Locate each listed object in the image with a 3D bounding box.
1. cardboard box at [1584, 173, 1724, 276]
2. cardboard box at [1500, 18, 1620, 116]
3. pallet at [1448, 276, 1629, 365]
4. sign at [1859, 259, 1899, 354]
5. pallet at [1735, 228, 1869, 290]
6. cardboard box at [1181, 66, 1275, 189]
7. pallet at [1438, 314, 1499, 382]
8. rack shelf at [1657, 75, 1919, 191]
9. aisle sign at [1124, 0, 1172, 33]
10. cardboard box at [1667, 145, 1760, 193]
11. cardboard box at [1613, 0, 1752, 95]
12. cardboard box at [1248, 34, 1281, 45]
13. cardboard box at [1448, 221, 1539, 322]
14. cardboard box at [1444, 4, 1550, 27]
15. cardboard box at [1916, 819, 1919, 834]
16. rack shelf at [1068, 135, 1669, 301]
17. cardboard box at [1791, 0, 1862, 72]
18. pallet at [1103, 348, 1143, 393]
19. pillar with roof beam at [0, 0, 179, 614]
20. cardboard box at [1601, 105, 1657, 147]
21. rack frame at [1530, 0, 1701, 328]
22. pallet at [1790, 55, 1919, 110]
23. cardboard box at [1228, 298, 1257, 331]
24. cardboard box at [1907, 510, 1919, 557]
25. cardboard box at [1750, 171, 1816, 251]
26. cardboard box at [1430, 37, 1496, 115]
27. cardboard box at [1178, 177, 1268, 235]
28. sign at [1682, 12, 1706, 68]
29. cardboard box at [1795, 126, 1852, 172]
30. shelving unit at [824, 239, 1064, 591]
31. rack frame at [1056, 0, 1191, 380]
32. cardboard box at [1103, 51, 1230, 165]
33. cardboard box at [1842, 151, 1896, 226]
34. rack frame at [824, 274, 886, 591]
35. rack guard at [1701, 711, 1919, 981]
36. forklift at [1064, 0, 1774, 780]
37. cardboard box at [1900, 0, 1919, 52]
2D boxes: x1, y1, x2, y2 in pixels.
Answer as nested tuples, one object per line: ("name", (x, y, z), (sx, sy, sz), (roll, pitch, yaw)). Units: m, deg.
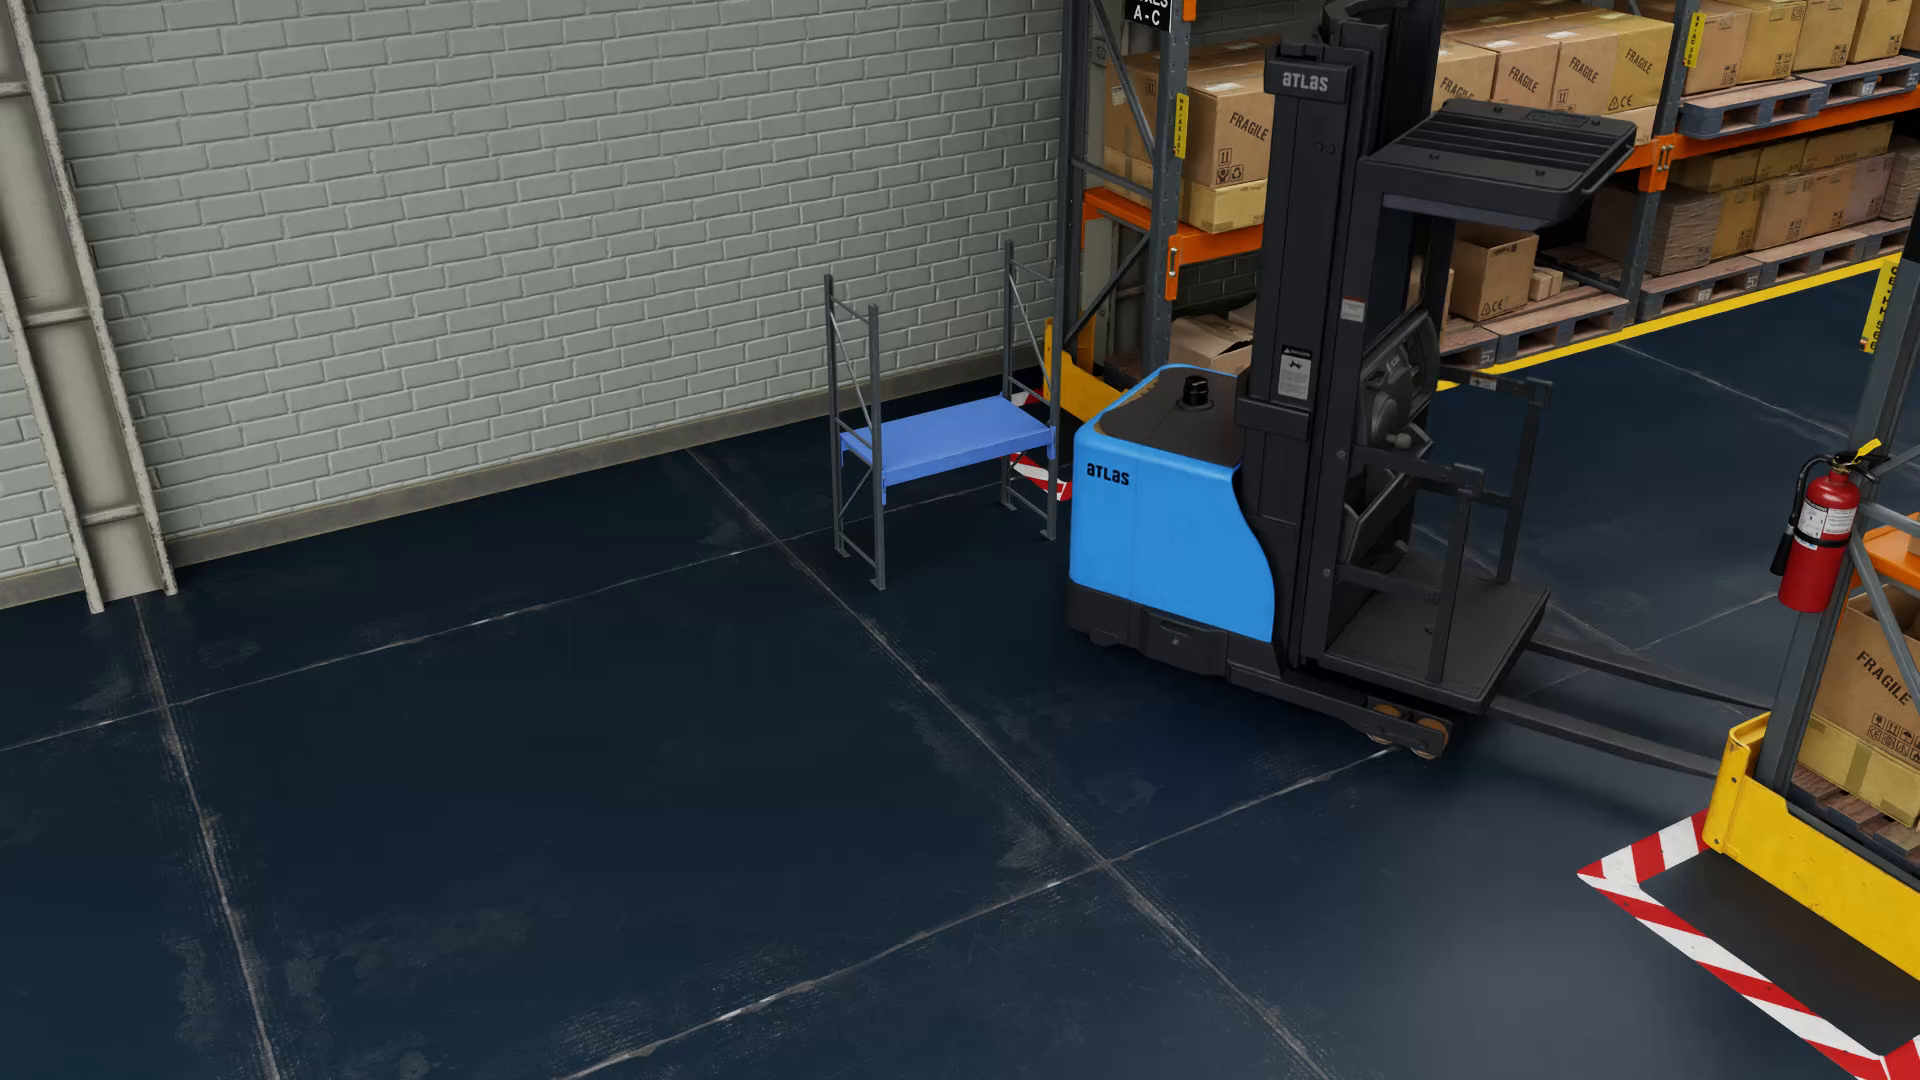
("cardboard box", (4.948, -2.267, 11.886), (0.500, 0.500, 0.700), (-15, 32, -25))
("cardboard box", (3.644, -2.884, 10.230), (0.500, 0.500, 0.500), (-16, 33, -27))
("pallet", (3.761, -1.582, 11.398), (1.213, 0.211, 1.003), (-16, 33, -26))
("sign", (3.123, -0.780, 5.616), (0.005, 0.325, 0.100), (-16, 33, -26))
("pallet", (6.046, -2.253, 12.614), (1.213, 0.211, 1.003), (-16, 33, -26))
("cardboard box", (1.437, -2.266, 9.110), (0.500, 0.500, 0.500), (-16, 33, -26))
("pallet", (2.708, -1.281, 10.853), (1.213, 0.211, 1.003), (-16, 33, -26))
("rack shelf", (6.046, -3.157, 12.110), (4.000, 0.370, 1.077), (-16, 33, -26))
("aisle sign", (0.963, -2.998, 8.388), (0.004, 0.787, 0.394), (-16, 33, -26))
("cardboard box", (5.326, -2.705, 11.902), (0.500, 0.250, 0.500), (-17, 33, -27))
("cardboard box", (4.778, -3.329, 11.118), (0.500, 0.500, 0.700), (-16, 33, -26))
("cardboard box", (2.055, -2.726, 9.943), (0.500, 0.500, 0.500), (-17, 33, -28))
("cardboard box", (3.447, -1.809, 11.056), (0.500, 0.500, 0.500), (-19, 34, -30))
("cardboard box", (3.363, -3.100, 10.622), (0.500, 0.500, 0.500), (-16, 33, -27))
("cardboard box", (3.961, 1.041, 6.170), (0.500, 0.250, 0.500), (-16, 33, -26))
("rack shelf", (2.598, -2.177, 10.336), (4.000, 0.370, 1.077), (-16, 33, -26))
("cardboard box", (5.815, -3.637, 11.677), (0.500, 0.500, 0.700), (-11, 31, -20))
("pallet", (1.657, -0.985, 10.316), (1.213, 0.211, 1.003), (-16, 33, -26))
("pillar with roof beam", (-1.953, -1.899, 2.878), (0.400, 9.000, 9.100), (-16, 33, -26))
("cardboard box", (4.067, -2.683, 10.641), (0.500, 0.250, 0.500), (-16, 33, -26))
("rack frame", (4.322, -2.982, 11.049), (0.127, 3.000, 1.000), (-16, 33, -26))
("pallet", (6.085, -3.375, 11.961), (1.213, 0.211, 1.003), (-16, 33, -26))
("cardboard box", (2.007, -1.290, 10.310), (0.500, 0.311, 0.500), (-13, 31, -22))
("cardboard box", (3.795, -0.093, 5.710), (0.500, 0.500, 0.700), (-16, 33, -26))
("cardboard box", (5.829, -2.523, 12.349), (0.500, 0.500, 0.700), (-15, 32, -26))
("cardboard box", (2.756, -2.638, 9.784), (0.500, 0.500, 0.500), (-15, 32, -25))
("cardboard box", (1.455, -1.933, 9.283), (0.500, 0.250, 0.500), (-17, 33, -28))
("sign", (4.604, -3.137, 10.434), (0.005, 0.325, 0.100), (-16, 33, -26))
("cardboard box", (6.212, -2.948, 12.343), (0.500, 0.250, 0.500), (-16, 33, -27))
("shelving unit", (-0.074, -0.636, 8.350), (1.048, 1.500, 0.538), (-16, 33, -26))
("rack frame", (0.873, -2.003, 9.275), (0.127, 3.000, 1.000), (-16, 33, -26))
("cardboard box", (1.172, -2.478, 9.494), (0.500, 0.500, 0.500), (-16, 33, -27))
("cardboard box", (6.673, -2.784, 12.821), (0.500, 0.500, 0.700), (-16, 33, -26))
("rack frame", (-0.512, -0.511, 8.124), (0.032, 1.500, 0.500), (-16, 33, -26))
("rack guard", (3.365, 1.160, 6.130), (0.348, 0.500, 1.175), (-16, 33, -26))
("forklift", (2.016, -0.649, 6.893), (3.031, 2.935, 1.130), (17, 33, 28))
("cardboard box", (6.902, -3.930, 12.208), (0.500, 0.500, 0.700), (-19, 34, -31))
